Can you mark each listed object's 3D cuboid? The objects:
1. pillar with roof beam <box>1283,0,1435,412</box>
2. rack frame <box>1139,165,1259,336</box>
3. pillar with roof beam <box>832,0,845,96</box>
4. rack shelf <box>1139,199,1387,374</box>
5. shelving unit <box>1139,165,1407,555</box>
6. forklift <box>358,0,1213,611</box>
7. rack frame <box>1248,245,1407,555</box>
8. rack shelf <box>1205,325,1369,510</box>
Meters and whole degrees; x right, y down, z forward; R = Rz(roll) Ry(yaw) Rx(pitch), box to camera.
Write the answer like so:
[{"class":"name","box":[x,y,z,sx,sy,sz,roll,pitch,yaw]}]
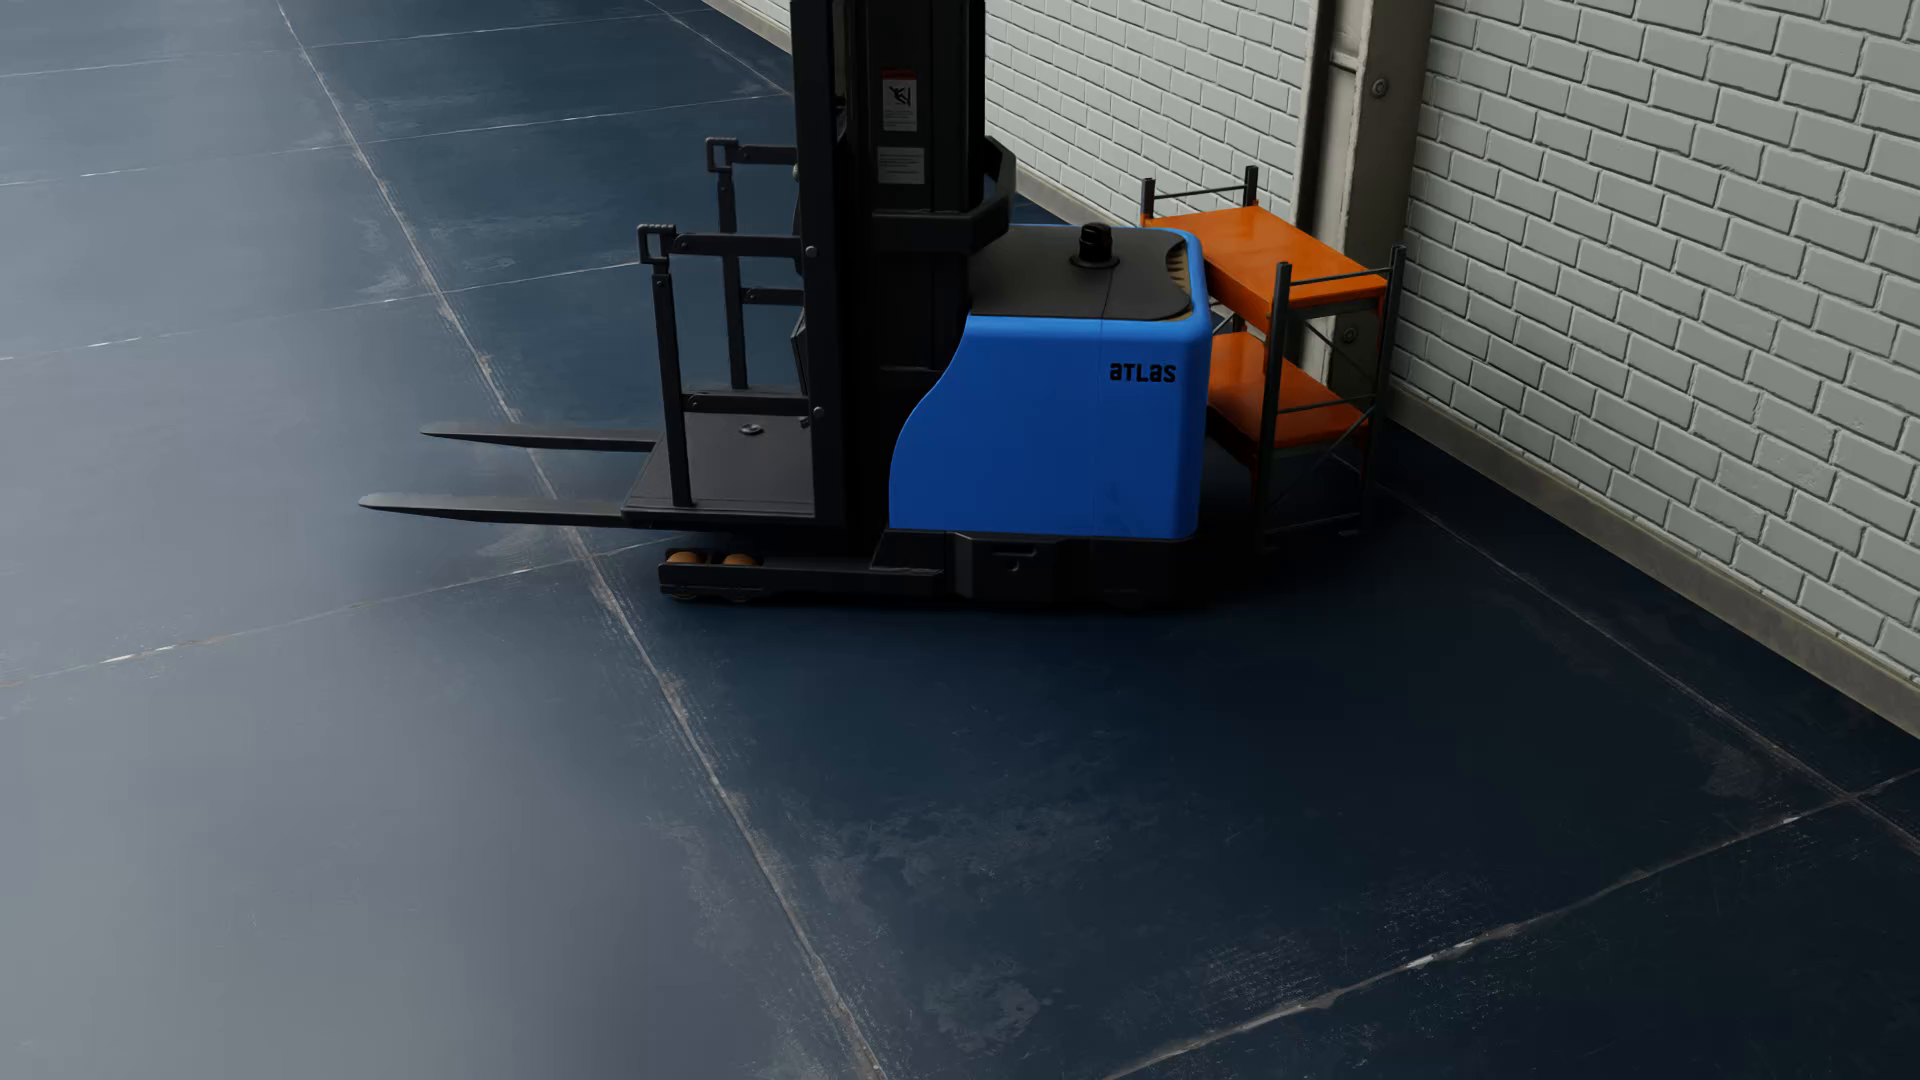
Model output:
[{"class":"pillar with roof beam","box":[-2.266,-3.656,3.570,9.100,9.000,0.400,-13,32,-22]},{"class":"rack frame","box":[0.945,-0.949,6.792,0.500,1.125,0.032,-11,31,-18]},{"class":"pillar with roof beam","box":[-4.842,-6.307,8.296,9.100,9.000,0.400,-13,32,-22]},{"class":"rack shelf","box":[1.127,-0.972,6.235,0.538,0.278,1.000,-11,31,-18]},{"class":"shelving unit","box":[1.127,-0.717,6.378,0.538,1.125,1.048,-11,31,-18]},{"class":"forklift","box":[-0.650,-1.315,5.598,3.031,2.935,1.130,2,29,4]},{"class":"rack frame","box":[1.310,-0.484,5.964,0.500,1.125,0.032,-11,31,-18]},{"class":"rack shelf","box":[1.127,-0.503,6.497,0.538,0.278,1.000,-11,31,-18]}]
